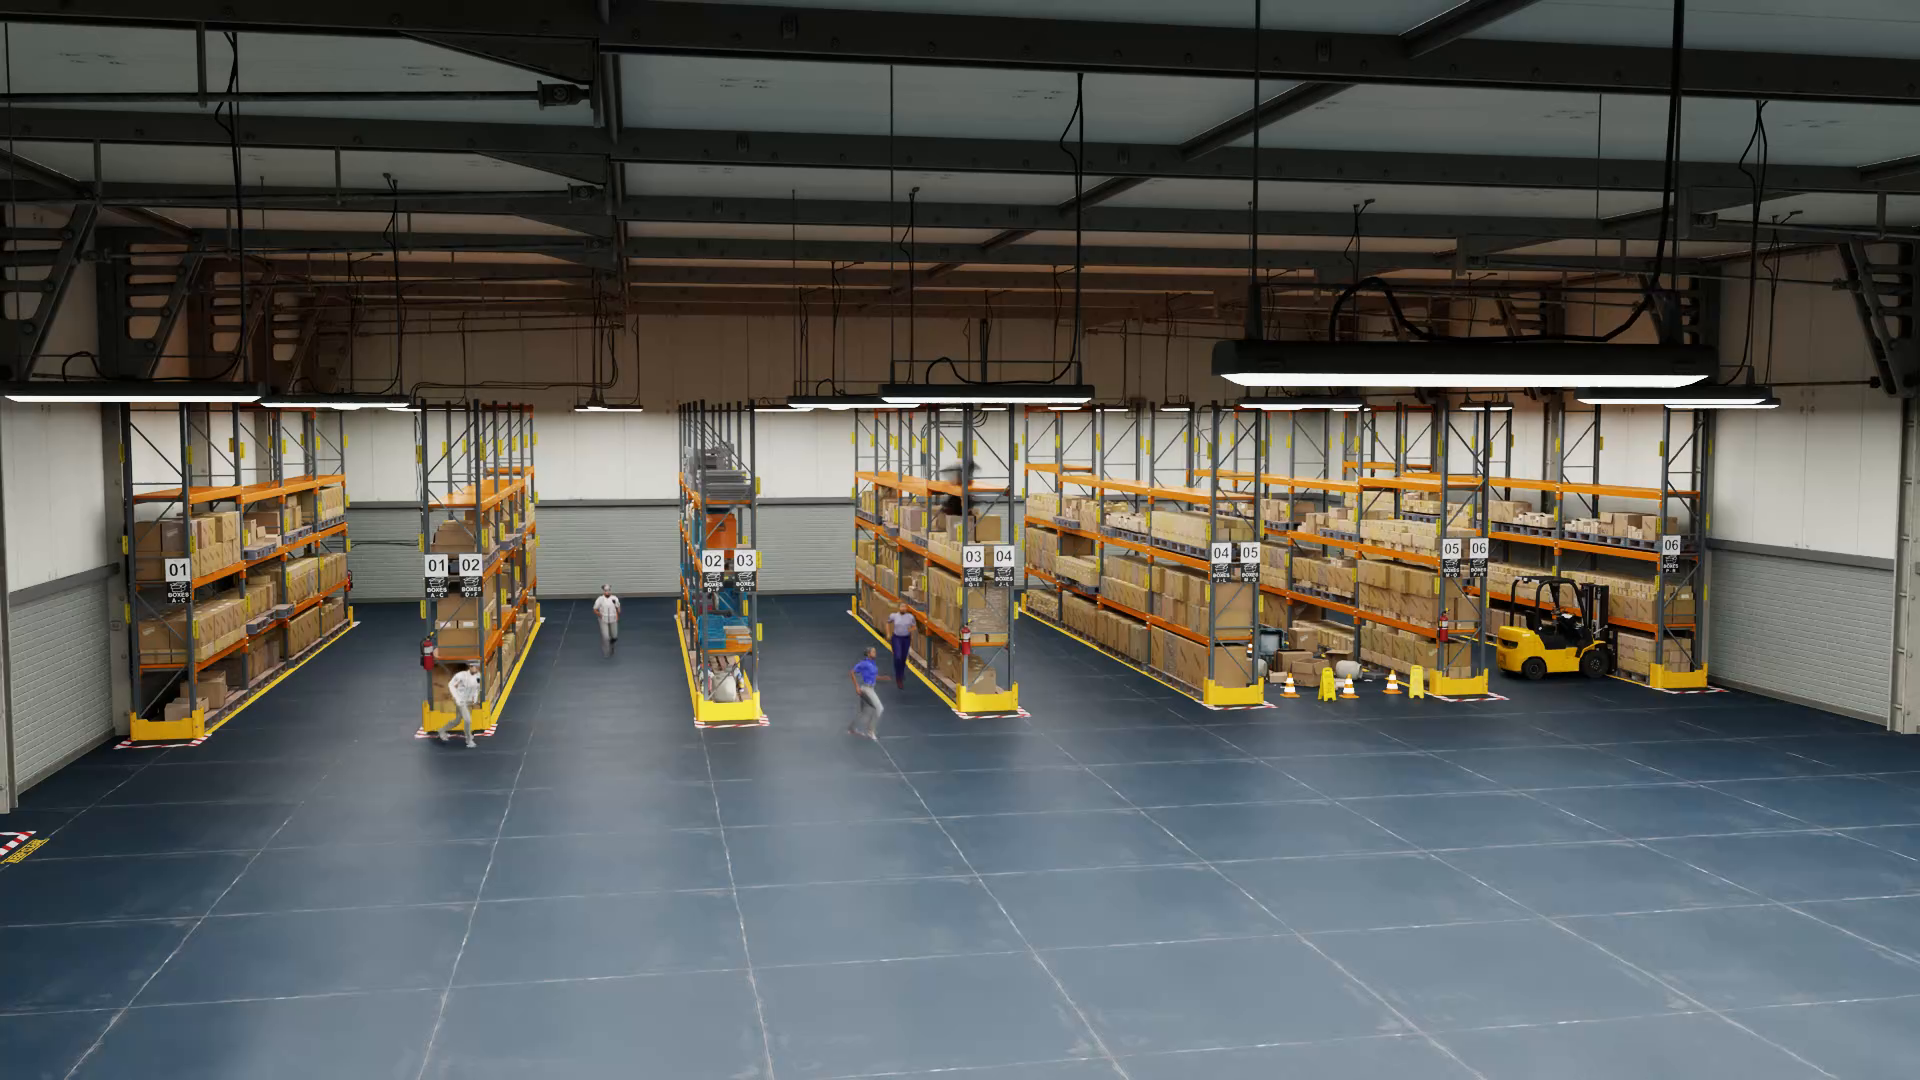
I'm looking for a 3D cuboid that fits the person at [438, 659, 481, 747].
[{"bbox_3d":[-8.642,2.810,28.780,0.939,1.576,0.611,3,5,31],"label":"person"}]

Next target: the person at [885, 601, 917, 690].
[{"bbox_3d":[-1.171,2.111,33.549,0.570,1.770,0.789,-2,5,-20],"label":"person"}]

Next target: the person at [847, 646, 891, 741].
[{"bbox_3d":[-1.608,2.700,29.231,0.806,1.694,0.536,1,4,10],"label":"person"}]

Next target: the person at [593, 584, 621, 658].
[{"bbox_3d":[-8.299,1.898,39.188,0.659,1.732,0.622,-2,5,-22],"label":"person"}]
